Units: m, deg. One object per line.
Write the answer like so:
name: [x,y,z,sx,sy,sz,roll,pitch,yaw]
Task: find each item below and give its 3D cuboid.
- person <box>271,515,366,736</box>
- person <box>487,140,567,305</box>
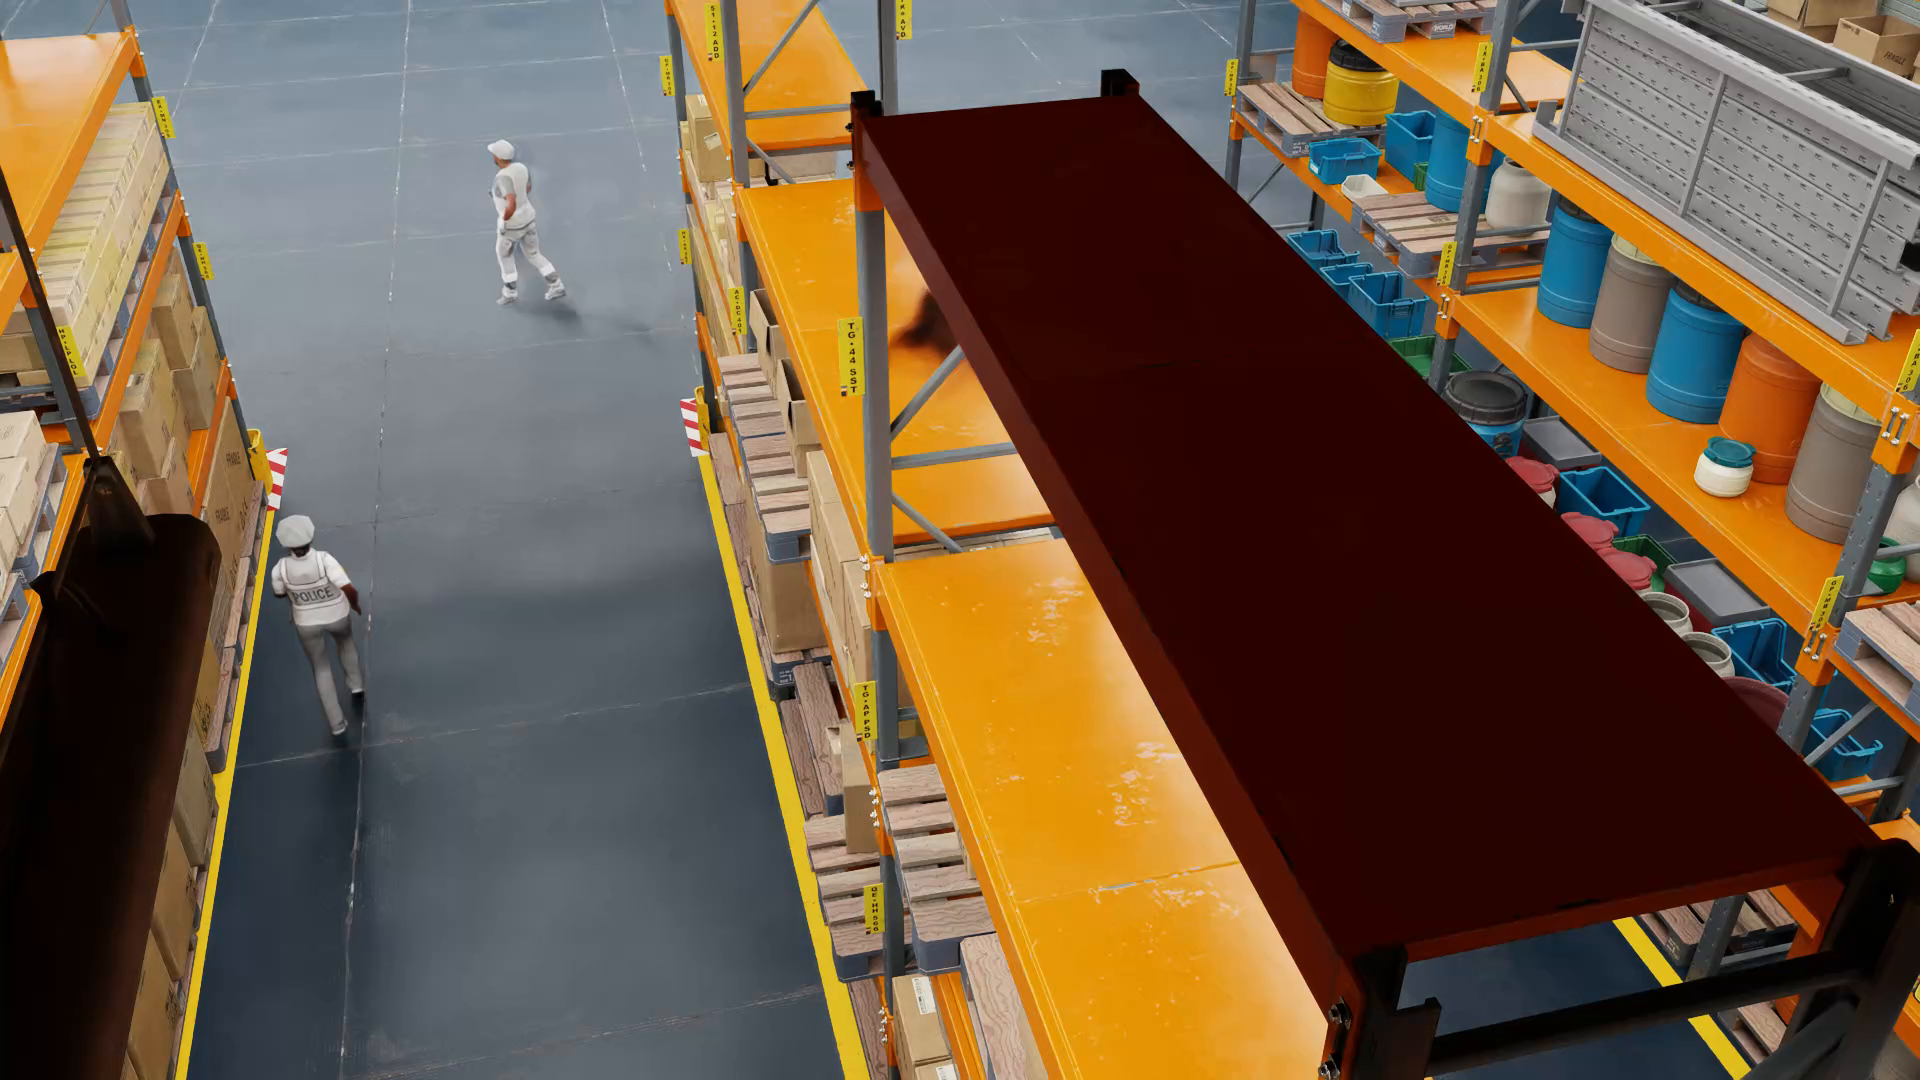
person: [-4.488,0.591,11.737,0.546,1.758,0.770,-13,37,-19]
person: [-4.575,-3.246,17.249,0.817,1.844,0.683,13,37,19]
